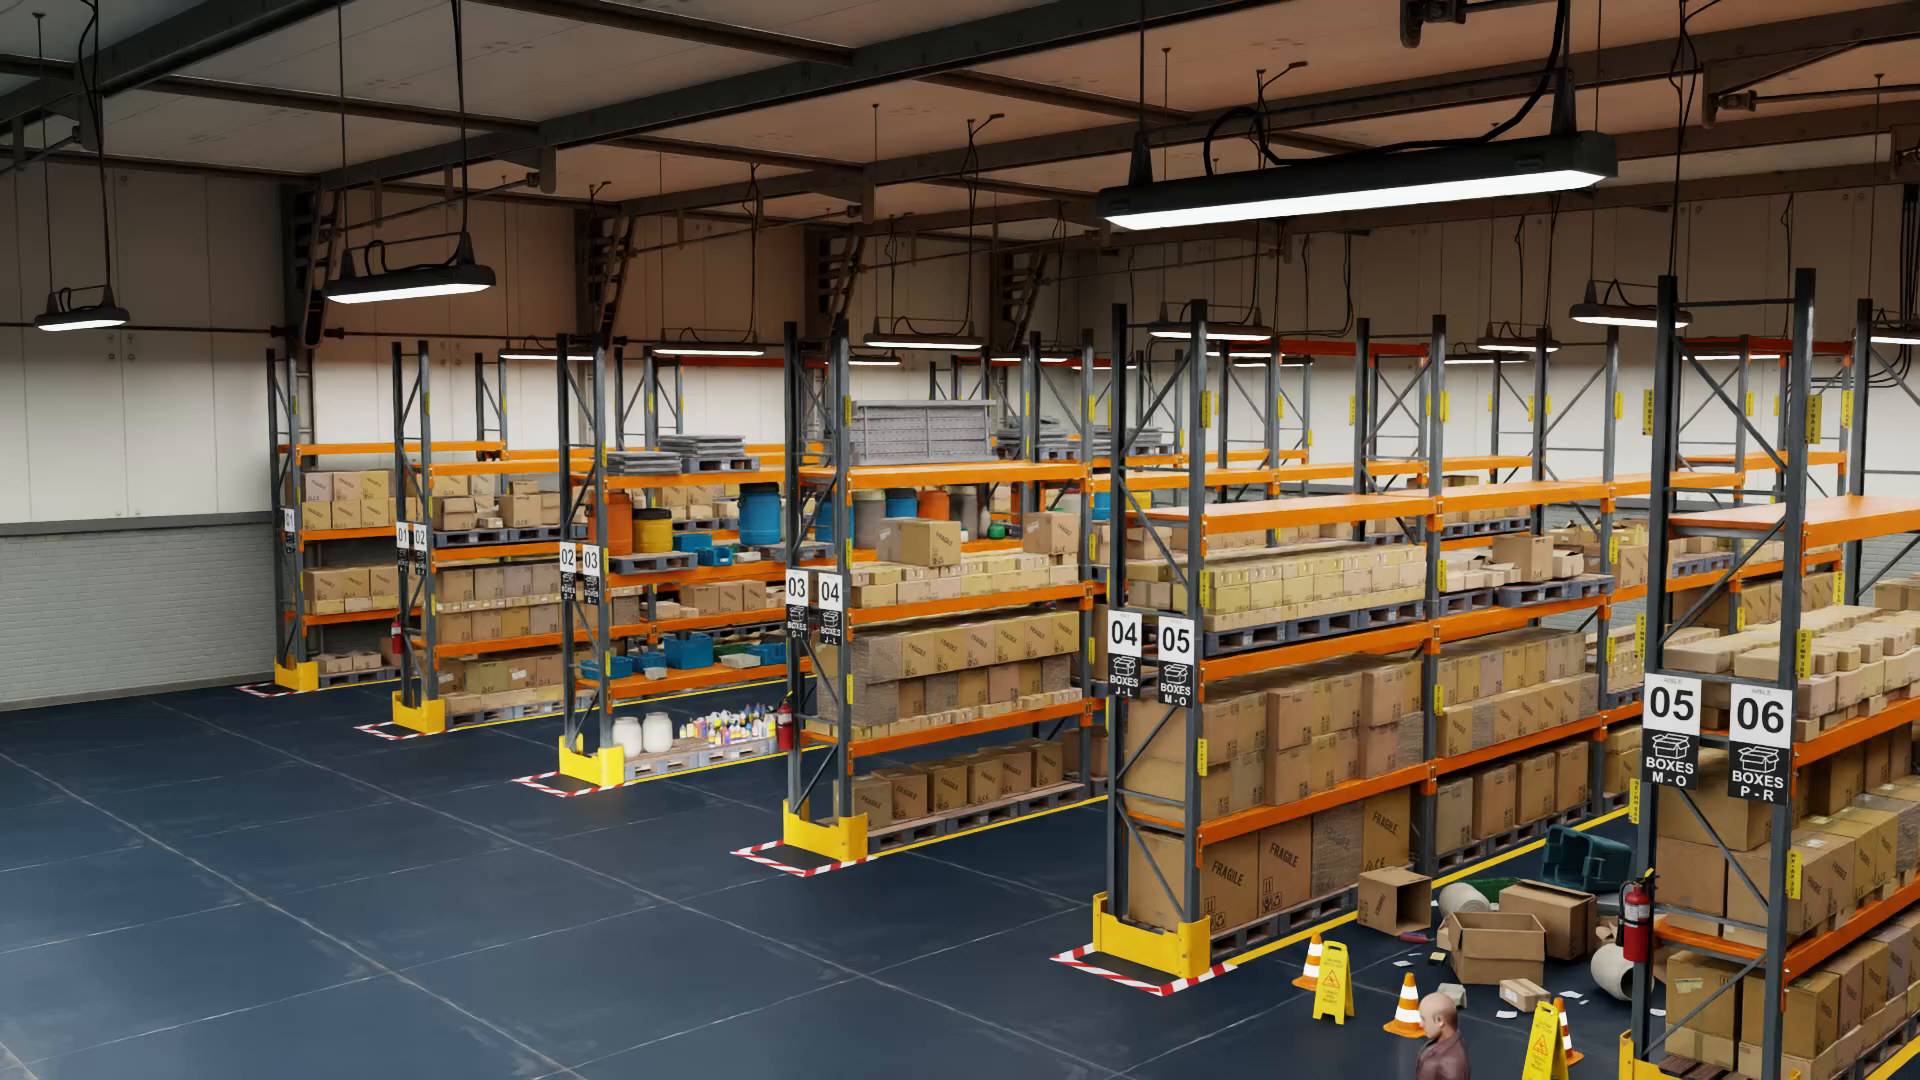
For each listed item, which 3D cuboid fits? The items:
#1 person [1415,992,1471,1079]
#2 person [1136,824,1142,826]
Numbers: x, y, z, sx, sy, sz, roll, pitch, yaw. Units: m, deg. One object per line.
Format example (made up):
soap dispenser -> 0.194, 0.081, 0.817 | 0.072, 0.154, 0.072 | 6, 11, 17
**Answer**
person -> 2.698, 3.452, 9.467 | 0.421, 1.776, 0.641 | 1, 5, 11
person -> 2.113, 2.786, 18.189 | 0.492, 1.647, 0.567 | -1, 5, -12
